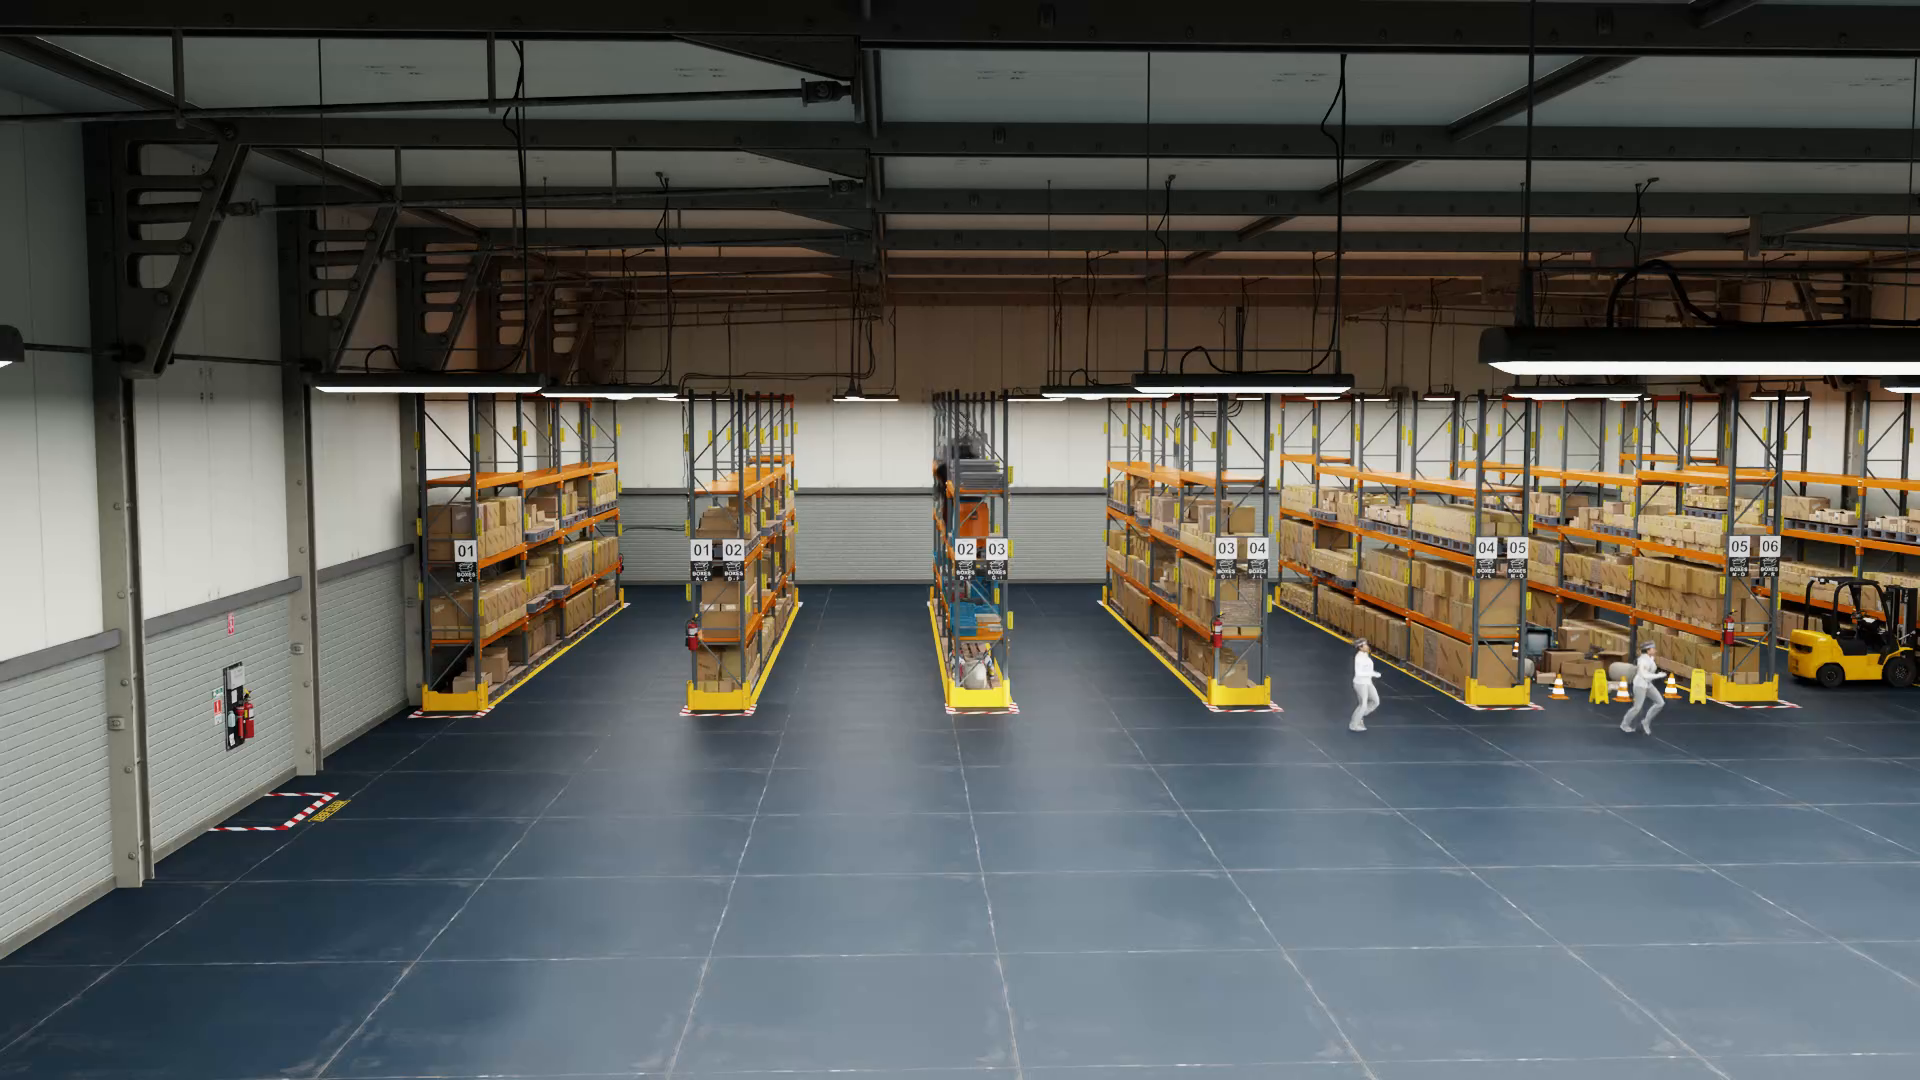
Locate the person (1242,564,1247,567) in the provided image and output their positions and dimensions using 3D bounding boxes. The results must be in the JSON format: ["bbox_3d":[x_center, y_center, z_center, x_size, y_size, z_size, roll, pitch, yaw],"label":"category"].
[{"bbox_3d":[7.926,1.158,45.909,0.535,1.659,0.547,0,5,4],"label":"person"}]

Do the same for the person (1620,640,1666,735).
[{"bbox_3d":[11.806,2.536,28.691,0.777,1.660,0.643,4,6,41],"label":"person"}]

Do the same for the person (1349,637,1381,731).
[{"bbox_3d":[7.098,2.513,29.032,0.578,1.658,0.600,3,5,31],"label":"person"}]
